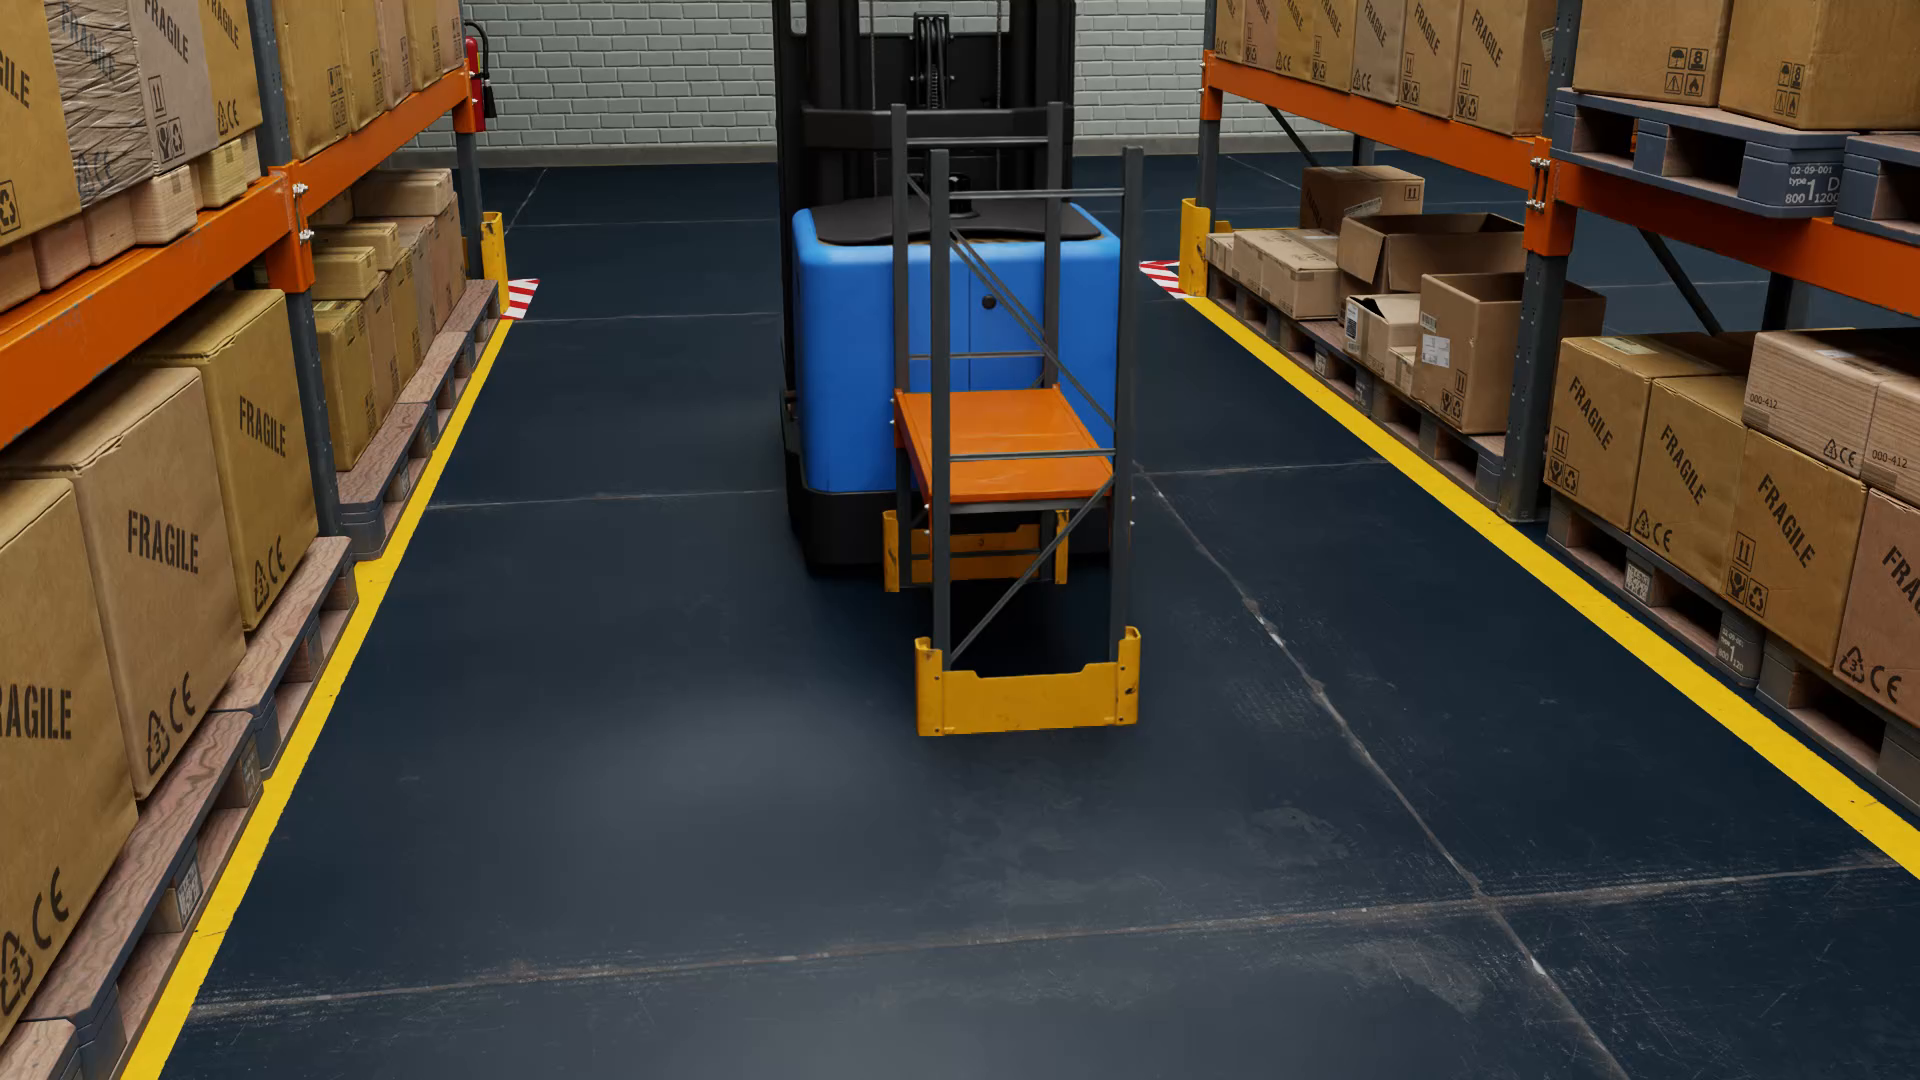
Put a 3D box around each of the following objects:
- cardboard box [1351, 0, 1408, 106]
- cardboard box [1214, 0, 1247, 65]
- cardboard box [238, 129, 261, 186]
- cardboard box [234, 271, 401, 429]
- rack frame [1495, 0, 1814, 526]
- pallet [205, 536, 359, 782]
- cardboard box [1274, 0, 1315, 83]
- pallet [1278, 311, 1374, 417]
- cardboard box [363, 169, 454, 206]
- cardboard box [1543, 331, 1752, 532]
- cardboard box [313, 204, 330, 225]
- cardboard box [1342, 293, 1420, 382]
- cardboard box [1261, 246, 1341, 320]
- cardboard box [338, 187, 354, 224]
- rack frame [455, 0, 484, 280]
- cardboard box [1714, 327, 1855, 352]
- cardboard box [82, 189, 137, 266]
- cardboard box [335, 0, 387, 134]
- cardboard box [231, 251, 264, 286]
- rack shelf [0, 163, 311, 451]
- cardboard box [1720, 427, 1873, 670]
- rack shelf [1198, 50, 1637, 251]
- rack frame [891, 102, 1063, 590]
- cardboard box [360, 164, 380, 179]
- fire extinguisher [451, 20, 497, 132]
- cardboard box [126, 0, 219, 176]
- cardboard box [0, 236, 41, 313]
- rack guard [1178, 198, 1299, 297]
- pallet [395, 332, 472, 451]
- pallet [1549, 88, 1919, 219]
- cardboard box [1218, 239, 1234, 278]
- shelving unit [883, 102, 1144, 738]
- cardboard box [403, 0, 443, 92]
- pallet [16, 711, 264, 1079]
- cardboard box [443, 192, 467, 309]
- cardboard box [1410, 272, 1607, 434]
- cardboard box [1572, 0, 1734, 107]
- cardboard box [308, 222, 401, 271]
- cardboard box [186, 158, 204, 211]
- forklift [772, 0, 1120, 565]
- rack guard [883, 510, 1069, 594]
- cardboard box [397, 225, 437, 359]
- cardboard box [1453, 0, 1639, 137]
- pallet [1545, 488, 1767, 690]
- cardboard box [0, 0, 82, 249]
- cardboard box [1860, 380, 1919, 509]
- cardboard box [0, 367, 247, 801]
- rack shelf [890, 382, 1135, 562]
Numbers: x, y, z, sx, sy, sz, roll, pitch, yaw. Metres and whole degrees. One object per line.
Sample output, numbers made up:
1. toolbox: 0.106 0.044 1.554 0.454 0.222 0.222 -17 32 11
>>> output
1. cardboard box: 1.947 -2.065 6.816 0.500 0.500 0.500 -2 21 -7
2. cardboard box: 1.651 -2.767 8.695 0.500 0.500 0.500 -2 21 -7
3. cardboard box: -2.148 -1.040 4.544 0.380 0.149 0.250 -3 21 -7
4. cardboard box: -2.552 -0.715 6.316 0.700 0.500 0.500 -3 21 -8
5. rack frame: 2.425 -1.502 5.451 1.000 3.000 0.127 -3 21 -8
6. pallet: -2.291 0.319 4.561 1.003 0.211 1.213 -3 21 -8
7. cardboard box: 1.800 -2.415 7.751 0.500 0.500 0.500 -3 21 -8
8. pallet: 2.148 -0.857 7.709 1.003 0.211 1.213 -3 21 -8
9. cardboard box: -2.655 -1.693 8.007 0.380 0.149 0.250 -3 21 -8
10. cardboard box: 2.253 -0.358 5.330 0.500 0.500 0.500 -4 21 -10
11. cardboard box: -2.885 -1.323 7.015 0.380 0.149 0.250 -3 21 -7
12. cardboard box: 1.954 -0.891 7.030 0.500 0.311 0.500 -3 21 -8
13. cardboard box: 1.790 -1.256 8.094 0.500 0.250 0.500 -3 21 -8
14. cardboard box: -2.960 -1.499 7.489 0.380 0.149 0.250 -3 21 -7
15. rack frame: -3.053 -2.636 8.487 1.000 3.000 0.127 -3 21 -8
16. cardboard box: 2.780 -0.381 5.393 0.500 0.500 0.500 -3 21 -8
17. cardboard box: -2.029 -0.685 3.594 0.380 0.149 0.250 -3 21 -8
18. cardboard box: -2.638 -1.833 5.909 0.980 0.700 0.700 -3 21 -9
19. cardboard box: -2.775 -1.058 6.307 0.380 0.149 0.250 -4 21 -9
20. rack shelf: -2.188 -0.222 3.050 1.077 0.370 4.000 -3 21 -8
21. cardboard box: 2.406 0.000 4.373 0.500 0.500 0.500 -3 21 -7
22. rack shelf: 2.136 -1.858 7.431 1.077 0.370 4.000 -3 21 -8
23. rack frame: 0.051 -0.560 5.072 0.500 1.500 0.032 -3 21 -7
24. cardboard box: -3.069 -1.761 8.190 0.380 0.149 0.250 -3 21 -7
25. fire extinguisher: -2.618 -2.501 8.768 0.296 0.674 0.183 -3 21 -8
26. cardboard box: -2.077 -1.123 3.840 0.500 0.500 0.500 -3 21 -7
27. cardboard box: -1.981 -0.505 3.112 0.380 0.149 0.250 -2 21 -6
28. rack guard: 1.859 -1.690 9.526 1.175 0.500 0.348 -3 21 -8
29. pallet: -2.688 -0.635 7.115 1.003 0.211 1.213 -3 21 -8
30. pallet: 2.432 -1.130 4.729 1.003 0.211 1.213 -3 21 -8
31. cardboard box: 1.604 -1.517 8.911 0.380 0.166 0.250 -3 21 -8
32. shelving unit: 0.114 -0.387 4.608 0.587 1.500 1.083 -3 21 -7
33. cardboard box: -2.854 -2.349 7.290 0.980 0.700 0.700 -3 21 -8
34. pallet: -2.112 0.742 3.428 1.003 0.211 1.213 -3 21 -8
35. cardboard box: -2.853 -1.424 8.215 0.700 0.500 0.500 -3 21 -8
36. cardboard box: 2.062 -0.720 6.301 0.500 0.500 0.500 -3 21 -8
37. cardboard box: 2.272 -1.570 4.891 0.700 0.500 0.500 -10 23 -26
38. cardboard box: -2.427 -1.153 6.562 0.380 0.149 0.250 -4 21 -9
39. cardboard box: -2.095 -0.862 4.067 0.380 0.149 0.250 -2 21 -6
40. forklift: -0.160 -1.771 6.268 1.130 2.935 3.031 -3 21 -7
41. rack guard: 0.051 0.026 5.289 0.587 0.250 0.087 -3 21 -7
42. cardboard box: -2.708 -1.077 7.285 0.700 0.500 0.500 -4 21 -10
43. cardboard box: 2.099 -1.709 5.862 0.500 0.500 0.500 -3 21 -7
44. pallet: 2.579 0.084 5.190 1.003 0.211 1.213 -3 21 -8
45. cardboard box: -1.936 -0.776 2.911 0.500 0.500 0.500 -2 21 -6
46. cardboard box: 2.470 -0.189 3.807 0.500 0.250 0.500 -3 21 -9
47. cardboard box: -2.123 0.085 3.673 0.750 0.750 0.750 -2 21 -6
48. rack shelf: 0.115 -0.215 4.662 0.538 0.185 1.000 -3 21 -7
